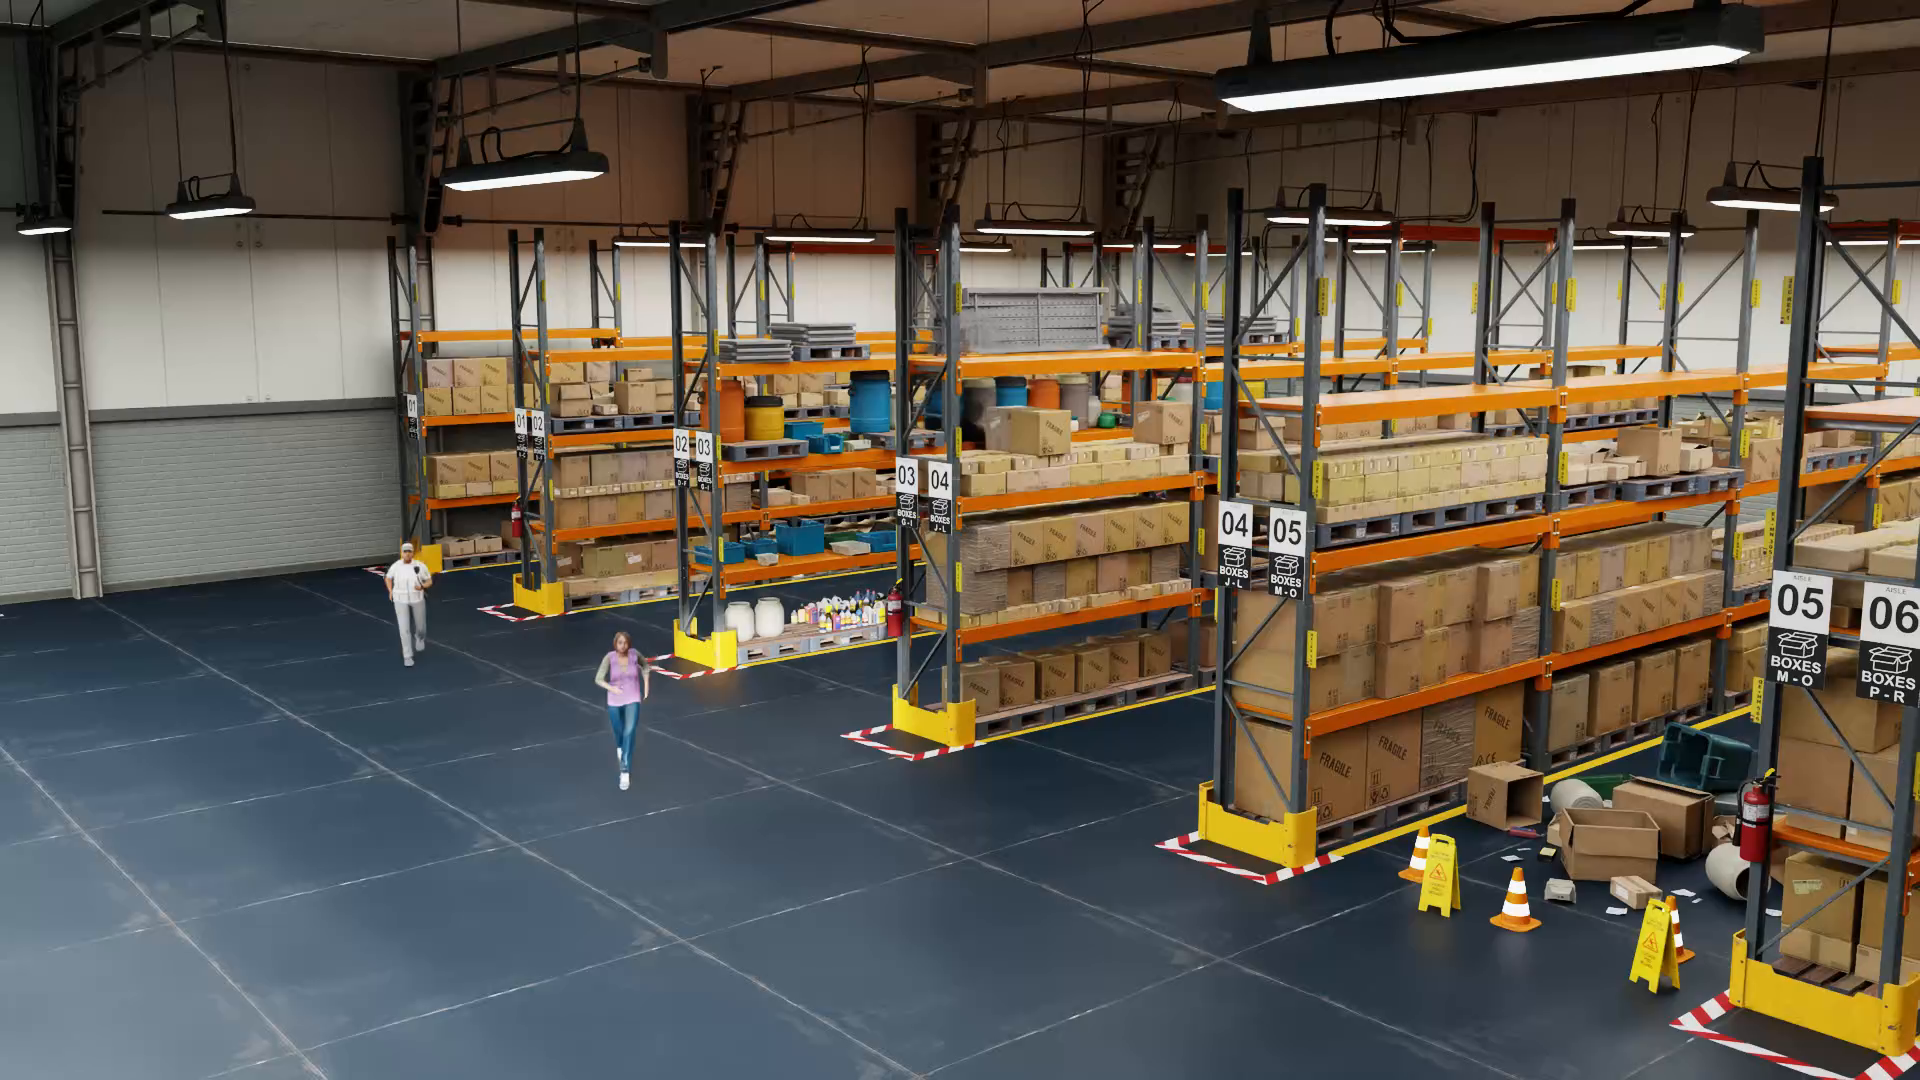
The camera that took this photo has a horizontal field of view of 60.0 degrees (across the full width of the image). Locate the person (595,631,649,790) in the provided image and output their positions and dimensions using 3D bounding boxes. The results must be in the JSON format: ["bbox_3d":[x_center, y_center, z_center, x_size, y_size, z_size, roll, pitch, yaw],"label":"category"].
[{"bbox_3d":[-3.528,1.716,17.435,0.563,1.600,0.931,-2,9,-14],"label":"person"}]

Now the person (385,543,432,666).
[{"bbox_3d":[-7.561,0.852,22.846,0.619,1.639,0.870,-3,9,-18],"label":"person"}]

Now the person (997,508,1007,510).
[{"bbox_3d":[0.809,-0.478,29.548,0.873,1.790,0.610,-8,12,-43],"label":"person"}]
